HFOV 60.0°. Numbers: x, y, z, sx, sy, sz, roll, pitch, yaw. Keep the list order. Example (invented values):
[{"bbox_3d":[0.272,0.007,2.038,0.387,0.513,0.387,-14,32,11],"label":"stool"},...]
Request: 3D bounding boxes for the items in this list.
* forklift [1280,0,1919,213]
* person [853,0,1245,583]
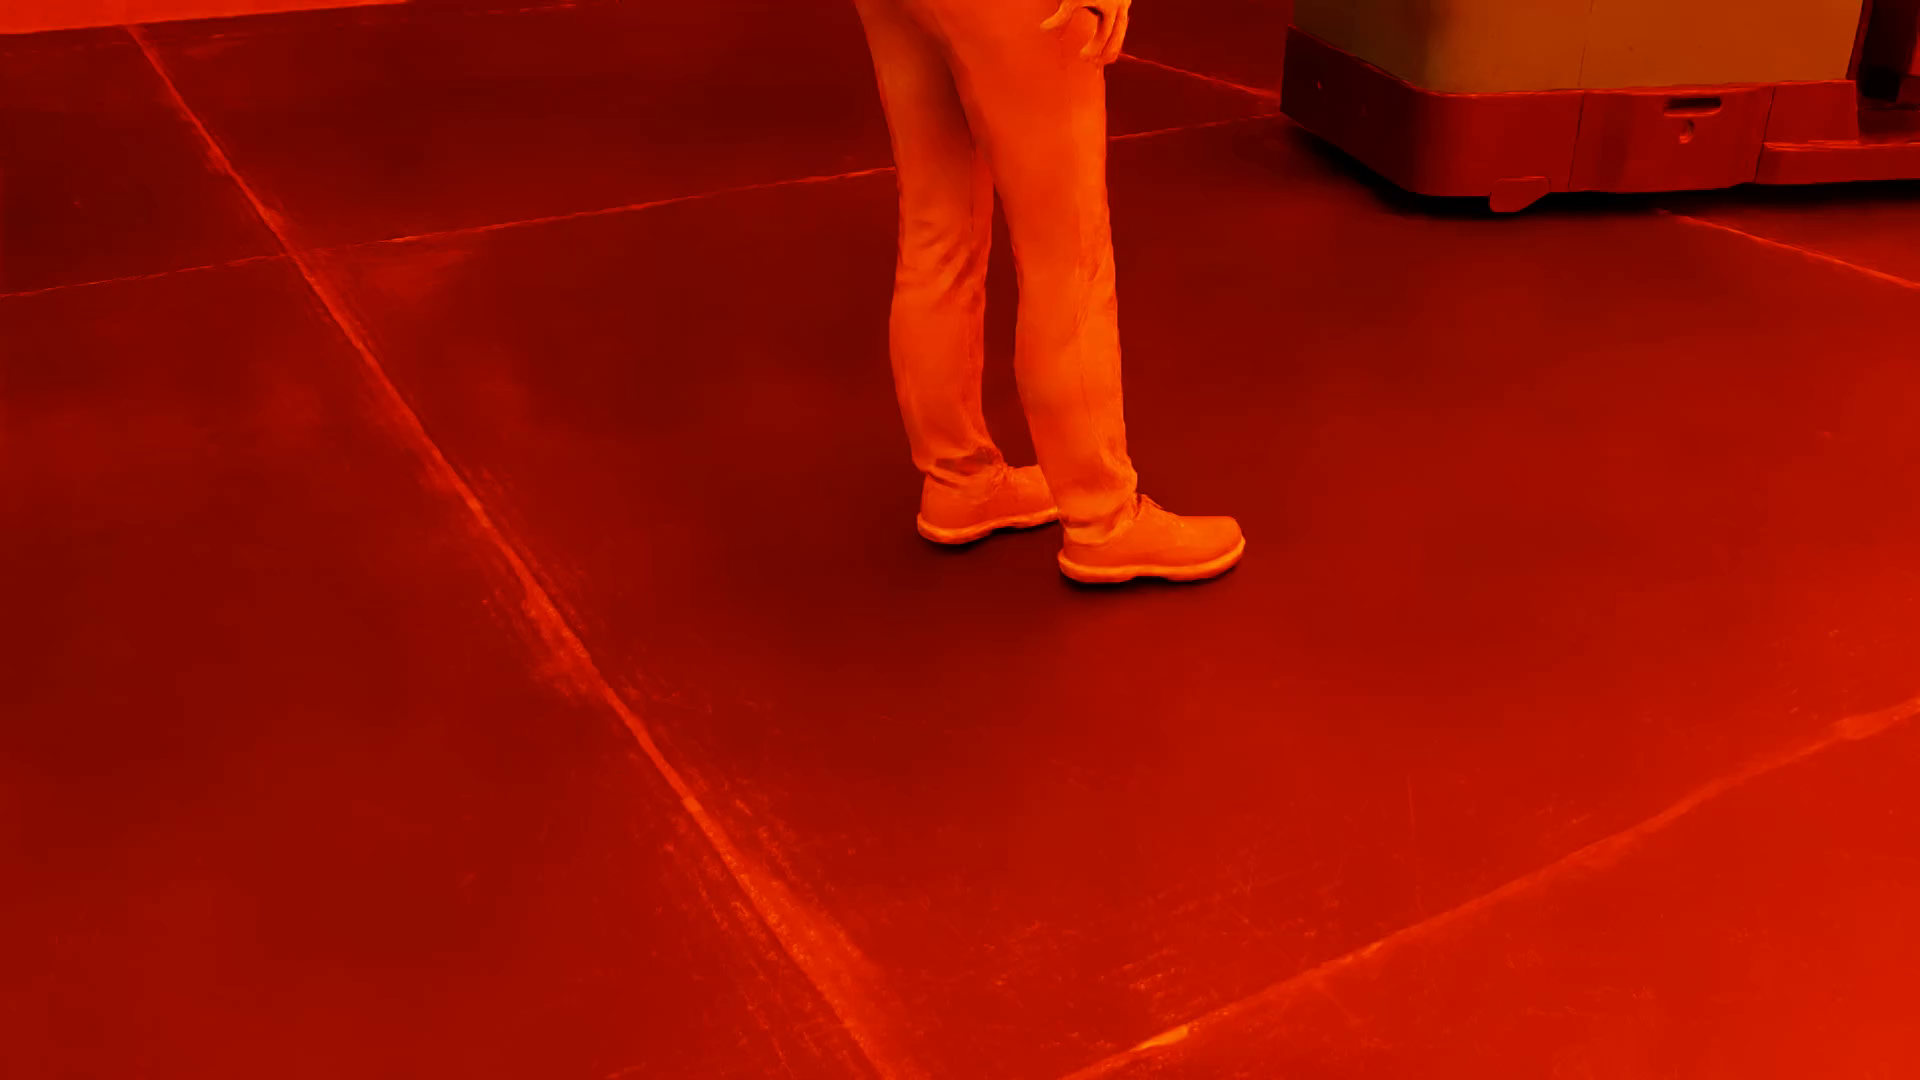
[{"bbox_3d":[2.484,-2.398,3.987,3.031,2.935,1.130,-5,27,-9],"label":"forklift"},{"bbox_3d":[0.062,-0.775,2.138,0.533,1.695,0.586,-15,30,-26],"label":"person"}]
